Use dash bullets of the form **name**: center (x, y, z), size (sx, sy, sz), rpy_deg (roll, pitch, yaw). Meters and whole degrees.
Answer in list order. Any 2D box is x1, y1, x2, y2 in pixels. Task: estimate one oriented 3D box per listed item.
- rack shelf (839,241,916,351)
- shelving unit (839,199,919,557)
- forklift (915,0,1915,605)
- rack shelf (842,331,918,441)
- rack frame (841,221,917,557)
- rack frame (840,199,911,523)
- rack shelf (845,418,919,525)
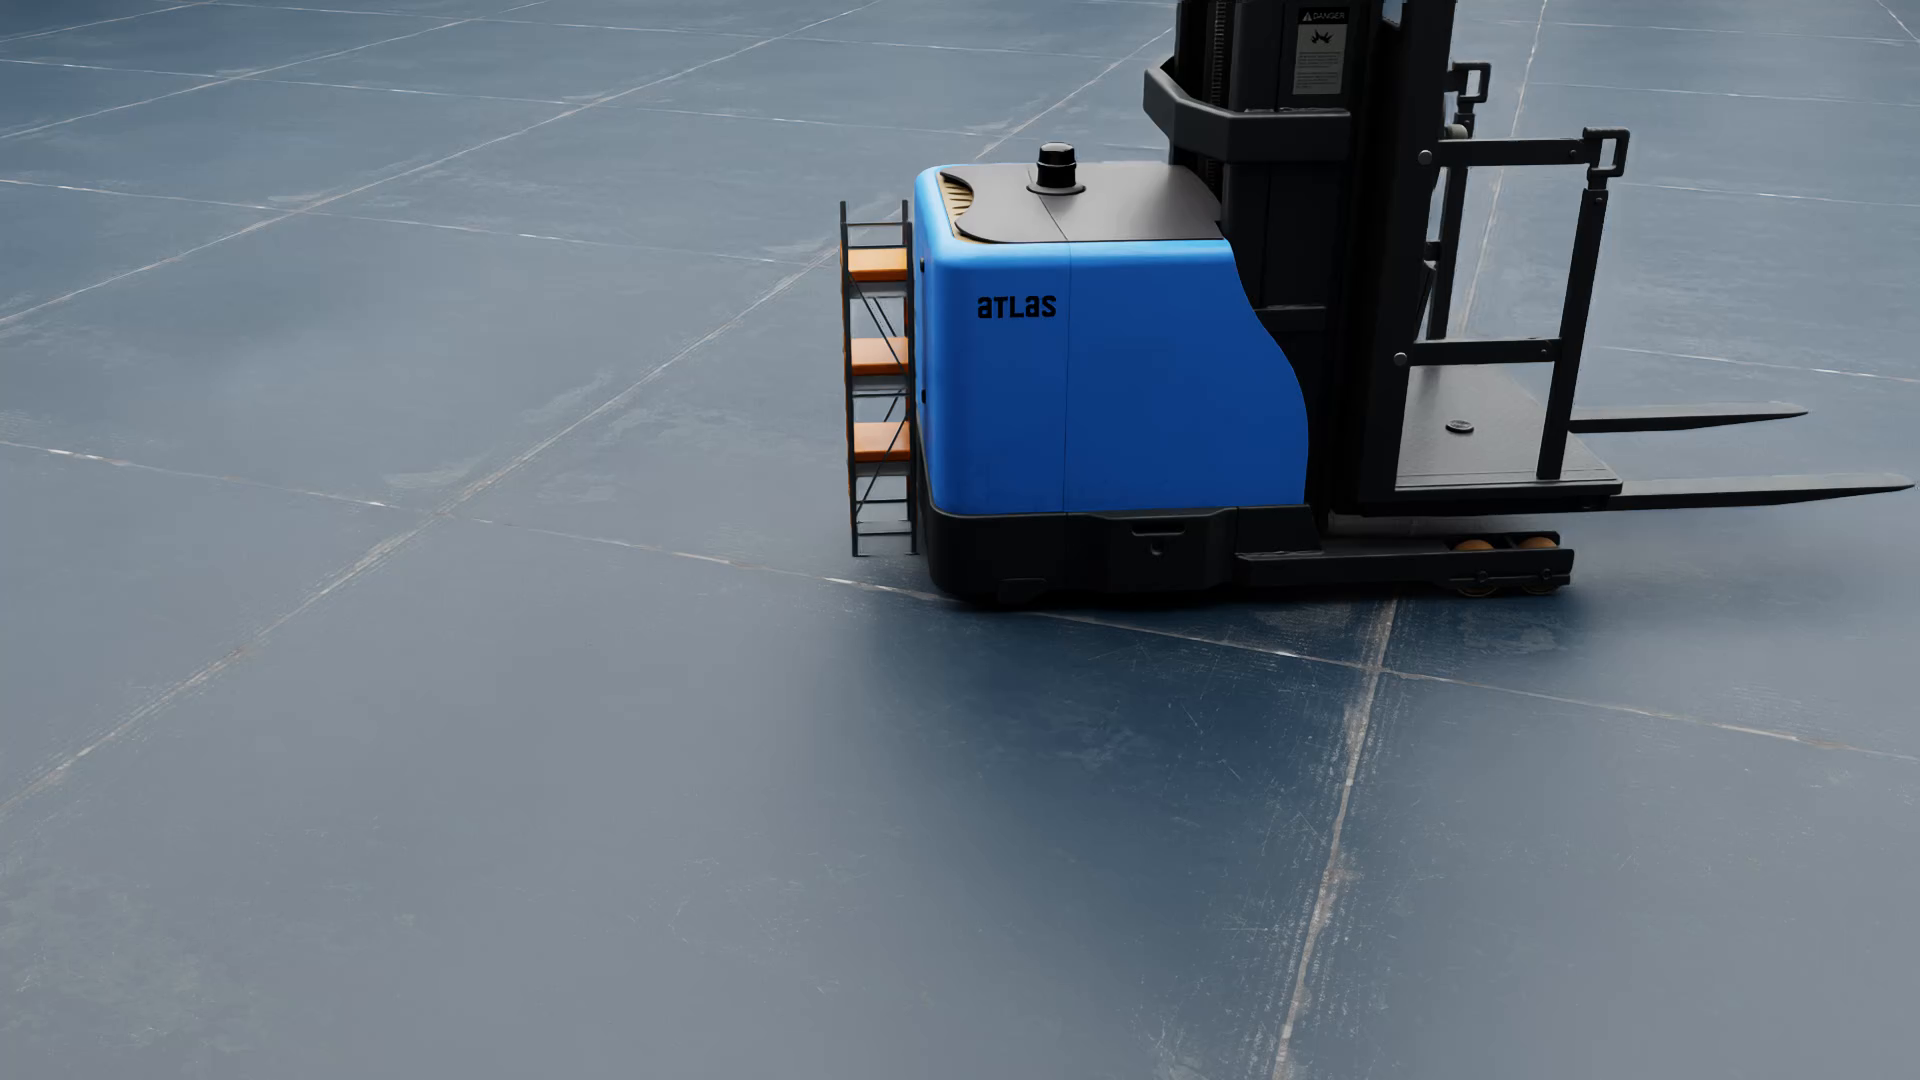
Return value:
- **rack shelf**: center (-0.244, -0.723, 4.912), size (0.215, 0.259, 0.240), rpy_deg (-2, 26, -4)
- **shelving unit**: center (-0.243, -0.478, 5.031), size (0.215, 1.050, 0.252), rpy_deg (-2, 26, -4)
- **forklift**: center (1.391, -1.379, 4.735), size (3.031, 2.935, 1.130), rpy_deg (-2, 26, -4)
- **rack shelf**: center (-0.243, -0.468, 5.036), size (0.215, 0.259, 0.240), rpy_deg (-2, 26, -4)
- **rack frame**: center (-0.234, -0.425, 4.922), size (0.200, 1.050, 0.008), rpy_deg (-2, 26, -4)
- **rack frame**: center (-0.253, -0.531, 5.140), size (0.200, 1.050, 0.008), rpy_deg (-2, 26, -4)
- **rack shelf**: center (-0.243, -0.218, 5.157), size (0.215, 0.259, 0.240), rpy_deg (-2, 26, -4)
